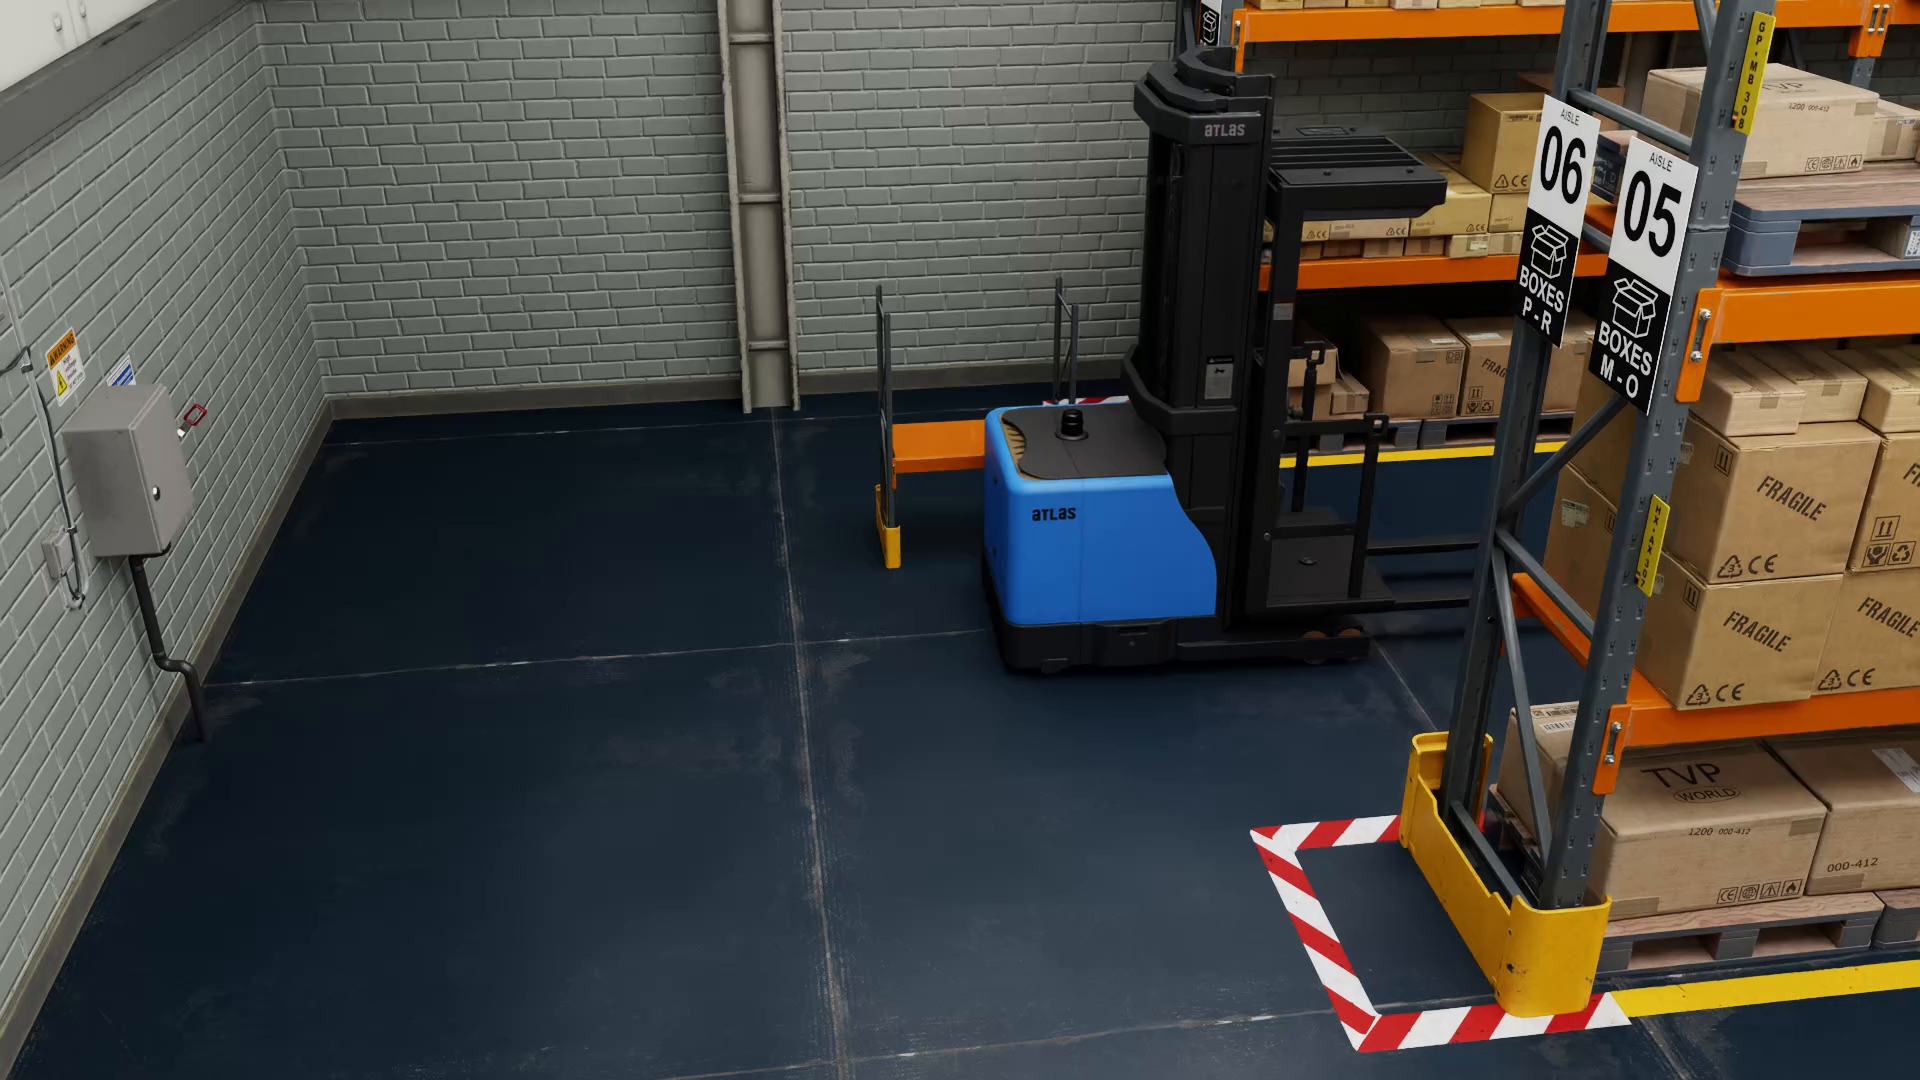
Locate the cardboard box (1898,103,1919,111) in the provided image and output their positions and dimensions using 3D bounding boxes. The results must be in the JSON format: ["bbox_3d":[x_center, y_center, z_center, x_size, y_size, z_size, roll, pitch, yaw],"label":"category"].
[{"bbox_3d":[6.460,-2.503,10.774,0.500,0.500,0.700,-3,27,-7],"label":"cardboard box"}]

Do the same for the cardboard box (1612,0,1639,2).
[{"bbox_3d":[3.851,-3.312,9.909,0.250,0.149,0.380,-3,27,-7],"label":"cardboard box"}]

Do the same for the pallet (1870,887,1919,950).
[{"bbox_3d":[4.158,1.267,7.050,1.213,0.211,1.003,-4,27,-7],"label":"pallet"}]

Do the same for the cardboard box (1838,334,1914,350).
[{"bbox_3d":[3.246,-0.782,6.072,0.250,0.149,0.380,-3,27,-6],"label":"cardboard box"}]

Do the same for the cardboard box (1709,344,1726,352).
[{"bbox_3d":[2.499,-0.703,5.918,0.250,0.149,0.380,-3,27,-6],"label":"cardboard box"}]

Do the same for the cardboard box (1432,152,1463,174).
[{"bbox_3d":[3.414,-2.365,10.911,0.500,0.250,0.500,-4,27,-7],"label":"cardboard box"}]

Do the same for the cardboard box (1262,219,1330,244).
[{"bbox_3d":[1.963,-2.028,10.255,0.500,0.250,0.500,-4,27,-7],"label":"cardboard box"}]

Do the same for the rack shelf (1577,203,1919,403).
[{"bbox_3d":[4.152,-0.953,5.824,4.000,0.370,1.077,-4,27,-7],"label":"rack shelf"}]

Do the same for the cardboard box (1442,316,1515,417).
[{"bbox_3d":[3.484,-1.151,10.986,0.500,0.500,0.500,-3,27,-6],"label":"cardboard box"}]

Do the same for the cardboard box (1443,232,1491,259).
[{"bbox_3d":[3.122,-1.900,10.442,0.250,0.149,0.380,-4,27,-9],"label":"cardboard box"}]

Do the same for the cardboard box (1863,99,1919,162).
[{"bbox_3d":[3.008,-1.398,5.608,0.250,0.149,0.380,-6,28,-11],"label":"cardboard box"}]

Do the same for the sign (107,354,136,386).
[{"bbox_3d":[-3.831,-0.569,7.677,0.001,0.494,0.329,-4,27,-7],"label":"sign"}]

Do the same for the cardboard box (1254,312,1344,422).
[{"bbox_3d":[2.095,-1.127,10.936,0.637,0.503,0.797,-5,28,-9],"label":"cardboard box"}]

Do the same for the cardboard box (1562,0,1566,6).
[{"bbox_3d":[3.602,-3.265,9.816,0.250,0.149,0.380,-3,27,-6],"label":"cardboard box"}]

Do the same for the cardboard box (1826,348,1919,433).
[{"bbox_3d":[3.084,-0.500,5.524,0.250,0.149,0.380,-3,27,-6],"label":"cardboard box"}]

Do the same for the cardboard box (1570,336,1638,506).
[{"bbox_3d":[2.615,-0.439,6.115,0.500,0.500,0.500,-3,27,-5],"label":"cardboard box"}]

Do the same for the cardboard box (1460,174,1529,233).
[{"bbox_3d":[3.467,-2.136,10.465,0.500,0.250,0.500,-4,27,-8],"label":"cardboard box"}]

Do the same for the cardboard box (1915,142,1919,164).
[{"bbox_3d":[3.281,-1.231,5.283,0.250,0.149,0.380,-3,27,-5],"label":"cardboard box"}]

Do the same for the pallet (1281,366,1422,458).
[{"bbox_3d":[2.341,-0.870,11.215,1.213,0.211,1.003,-4,27,-7],"label":"pallet"}]

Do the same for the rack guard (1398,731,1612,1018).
[{"bbox_3d":[2.147,1.302,6.664,0.348,0.500,1.175,-4,27,-7],"label":"rack guard"}]

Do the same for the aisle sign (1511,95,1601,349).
[{"bbox_3d":[2.057,-1.104,5.767,0.004,0.787,0.394,-4,27,-7],"label":"aisle sign"}]

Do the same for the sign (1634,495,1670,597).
[{"bbox_3d":[2.243,0.019,5.391,0.005,0.325,0.100,-4,27,-7],"label":"sign"}]

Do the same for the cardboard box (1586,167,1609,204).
[{"bbox_3d":[3.977,-2.168,10.528,0.500,0.250,0.500,-4,27,-7],"label":"cardboard box"}]

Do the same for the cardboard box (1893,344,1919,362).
[{"bbox_3d":[3.342,-0.525,5.573,0.250,0.149,0.380,-5,28,-9],"label":"cardboard box"}]

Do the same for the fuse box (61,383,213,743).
[{"bbox_3d":[-3.557,0.172,7.540,0.414,1.711,0.539,-4,27,-7],"label":"fuse box"}]

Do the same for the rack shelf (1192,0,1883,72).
[{"bbox_3d":[3.457,-3.197,10.197,4.000,0.370,1.077,-4,27,-7],"label":"rack shelf"}]

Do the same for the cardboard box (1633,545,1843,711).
[{"bbox_3d":[2.687,0.243,5.880,0.500,0.500,0.500,-4,27,-8],"label":"cardboard box"}]

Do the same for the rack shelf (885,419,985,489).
[{"bbox_3d":[0.084,-0.513,9.500,1.000,0.185,0.538,-4,27,-7],"label":"rack shelf"}]

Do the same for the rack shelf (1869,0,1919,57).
[{"bbox_3d":[7.418,-3.451,10.693,4.000,0.370,1.077,-4,27,-7],"label":"rack shelf"}]

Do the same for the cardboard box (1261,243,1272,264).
[{"bbox_3d":[1.840,-1.840,10.326,0.250,0.149,0.380,-4,27,-8],"label":"cardboard box"}]

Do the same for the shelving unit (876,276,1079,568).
[{"bbox_3d":[0.075,-0.672,9.417,1.083,1.500,0.587,-4,27,-7],"label":"shelving unit"}]

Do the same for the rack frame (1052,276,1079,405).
[{"bbox_3d":[0.588,-0.705,9.481,0.032,1.500,0.500,-4,27,-7],"label":"rack frame"}]

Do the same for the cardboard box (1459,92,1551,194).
[{"bbox_3d":[3.448,-2.457,10.270,0.500,0.500,0.500,-3,27,-6],"label":"cardboard box"}]

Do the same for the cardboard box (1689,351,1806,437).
[{"bbox_3d":[2.561,-0.487,5.498,0.250,0.149,0.380,-3,27,-6],"label":"cardboard box"}]

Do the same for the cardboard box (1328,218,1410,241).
[{"bbox_3d":[2.462,-2.060,10.317,0.500,0.250,0.500,-3,27,-7],"label":"cardboard box"}]

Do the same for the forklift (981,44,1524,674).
[{"bbox_3d":[1.671,-0.907,8.307,3.031,2.935,1.130,-3,27,-6],"label":"forklift"}]

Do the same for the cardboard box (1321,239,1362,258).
[{"bbox_3d":[2.341,-1.910,10.461,0.250,0.149,0.380,-4,27,-8],"label":"cardboard box"}]

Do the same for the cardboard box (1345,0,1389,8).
[{"bbox_3d":[2.336,-3.230,9.749,0.250,0.149,0.380,-4,27,-7],"label":"cardboard box"}]

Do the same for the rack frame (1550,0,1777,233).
[{"bbox_3d":[2.171,-2.481,4.727,0.127,3.000,1.000,-4,27,-7],"label":"rack frame"}]

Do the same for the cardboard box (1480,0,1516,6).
[{"bbox_3d":[3.092,-3.263,9.813,0.250,0.149,0.380,-4,27,-8],"label":"cardboard box"}]

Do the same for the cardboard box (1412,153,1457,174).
[{"bbox_3d":[2.896,-2.332,10.847,0.500,0.250,0.500,-3,27,-5],"label":"cardboard box"}]

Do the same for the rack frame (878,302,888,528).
[{"bbox_3d":[-0.419,-0.641,9.357,0.013,1.308,0.475,-4,27,-7],"label":"rack frame"}]

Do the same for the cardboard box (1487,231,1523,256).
[{"bbox_3d":[3.380,-1.926,10.492,0.250,0.149,0.380,-3,27,-6],"label":"cardboard box"}]

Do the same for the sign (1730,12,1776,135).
[{"bbox_3d":[2.243,-1.319,4.705,0.005,0.325,0.100,-4,27,-7],"label":"sign"}]

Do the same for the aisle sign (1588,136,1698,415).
[{"bbox_3d":[2.140,-0.832,5.239,0.004,0.787,0.394,-4,27,-7],"label":"aisle sign"}]

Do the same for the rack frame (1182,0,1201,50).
[{"bbox_3d":[1.476,-2.054,10.466,0.053,2.616,0.949,-4,27,-7],"label":"rack frame"}]

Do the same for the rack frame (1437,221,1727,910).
[{"bbox_3d":[2.171,0.189,6.097,0.127,3.000,1.000,-4,27,-7],"label":"rack frame"}]

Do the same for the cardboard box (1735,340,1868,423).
[{"bbox_3d":[2.811,-0.536,5.593,0.250,0.149,0.380,-3,27,-6],"label":"cardboard box"}]

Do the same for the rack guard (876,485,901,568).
[{"bbox_3d":[-0.418,-0.084,9.641,0.087,0.250,0.587,-4,27,-7],"label":"rack guard"}]

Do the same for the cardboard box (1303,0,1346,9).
[{"bbox_3d":[2.080,-3.222,9.732,0.250,0.149,0.380,-3,27,-6],"label":"cardboard box"}]

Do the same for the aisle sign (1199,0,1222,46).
[{"bbox_3d":[1.449,-3.075,9.609,0.004,0.787,0.394,-4,27,-7],"label":"aisle sign"}]

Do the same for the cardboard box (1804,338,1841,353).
[{"bbox_3d":[2.991,-0.784,6.077,0.250,0.149,0.380,-4,27,-8],"label":"cardboard box"}]
